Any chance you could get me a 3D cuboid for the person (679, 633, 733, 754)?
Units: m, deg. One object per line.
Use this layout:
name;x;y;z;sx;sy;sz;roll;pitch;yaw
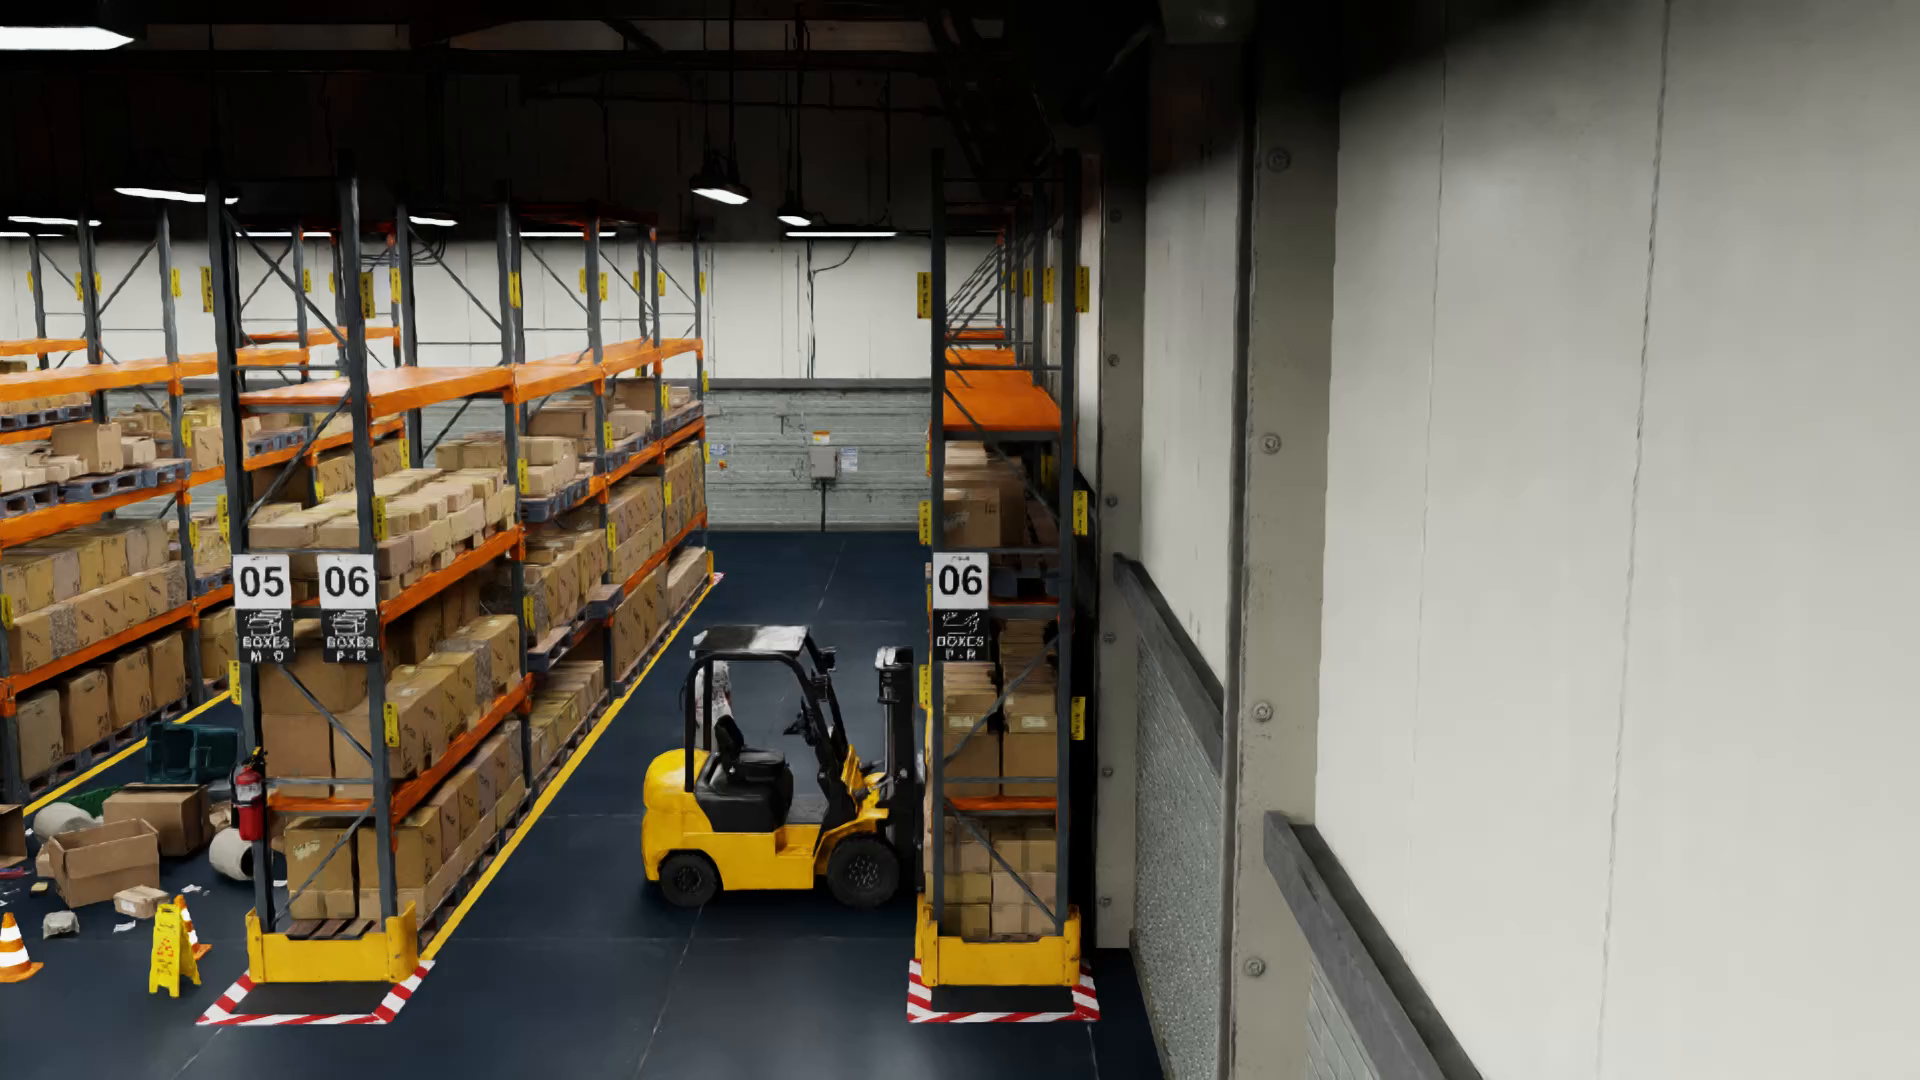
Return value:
person;-2.426;1.761;15.930;0.562;1.754;0.623;5;10;29
